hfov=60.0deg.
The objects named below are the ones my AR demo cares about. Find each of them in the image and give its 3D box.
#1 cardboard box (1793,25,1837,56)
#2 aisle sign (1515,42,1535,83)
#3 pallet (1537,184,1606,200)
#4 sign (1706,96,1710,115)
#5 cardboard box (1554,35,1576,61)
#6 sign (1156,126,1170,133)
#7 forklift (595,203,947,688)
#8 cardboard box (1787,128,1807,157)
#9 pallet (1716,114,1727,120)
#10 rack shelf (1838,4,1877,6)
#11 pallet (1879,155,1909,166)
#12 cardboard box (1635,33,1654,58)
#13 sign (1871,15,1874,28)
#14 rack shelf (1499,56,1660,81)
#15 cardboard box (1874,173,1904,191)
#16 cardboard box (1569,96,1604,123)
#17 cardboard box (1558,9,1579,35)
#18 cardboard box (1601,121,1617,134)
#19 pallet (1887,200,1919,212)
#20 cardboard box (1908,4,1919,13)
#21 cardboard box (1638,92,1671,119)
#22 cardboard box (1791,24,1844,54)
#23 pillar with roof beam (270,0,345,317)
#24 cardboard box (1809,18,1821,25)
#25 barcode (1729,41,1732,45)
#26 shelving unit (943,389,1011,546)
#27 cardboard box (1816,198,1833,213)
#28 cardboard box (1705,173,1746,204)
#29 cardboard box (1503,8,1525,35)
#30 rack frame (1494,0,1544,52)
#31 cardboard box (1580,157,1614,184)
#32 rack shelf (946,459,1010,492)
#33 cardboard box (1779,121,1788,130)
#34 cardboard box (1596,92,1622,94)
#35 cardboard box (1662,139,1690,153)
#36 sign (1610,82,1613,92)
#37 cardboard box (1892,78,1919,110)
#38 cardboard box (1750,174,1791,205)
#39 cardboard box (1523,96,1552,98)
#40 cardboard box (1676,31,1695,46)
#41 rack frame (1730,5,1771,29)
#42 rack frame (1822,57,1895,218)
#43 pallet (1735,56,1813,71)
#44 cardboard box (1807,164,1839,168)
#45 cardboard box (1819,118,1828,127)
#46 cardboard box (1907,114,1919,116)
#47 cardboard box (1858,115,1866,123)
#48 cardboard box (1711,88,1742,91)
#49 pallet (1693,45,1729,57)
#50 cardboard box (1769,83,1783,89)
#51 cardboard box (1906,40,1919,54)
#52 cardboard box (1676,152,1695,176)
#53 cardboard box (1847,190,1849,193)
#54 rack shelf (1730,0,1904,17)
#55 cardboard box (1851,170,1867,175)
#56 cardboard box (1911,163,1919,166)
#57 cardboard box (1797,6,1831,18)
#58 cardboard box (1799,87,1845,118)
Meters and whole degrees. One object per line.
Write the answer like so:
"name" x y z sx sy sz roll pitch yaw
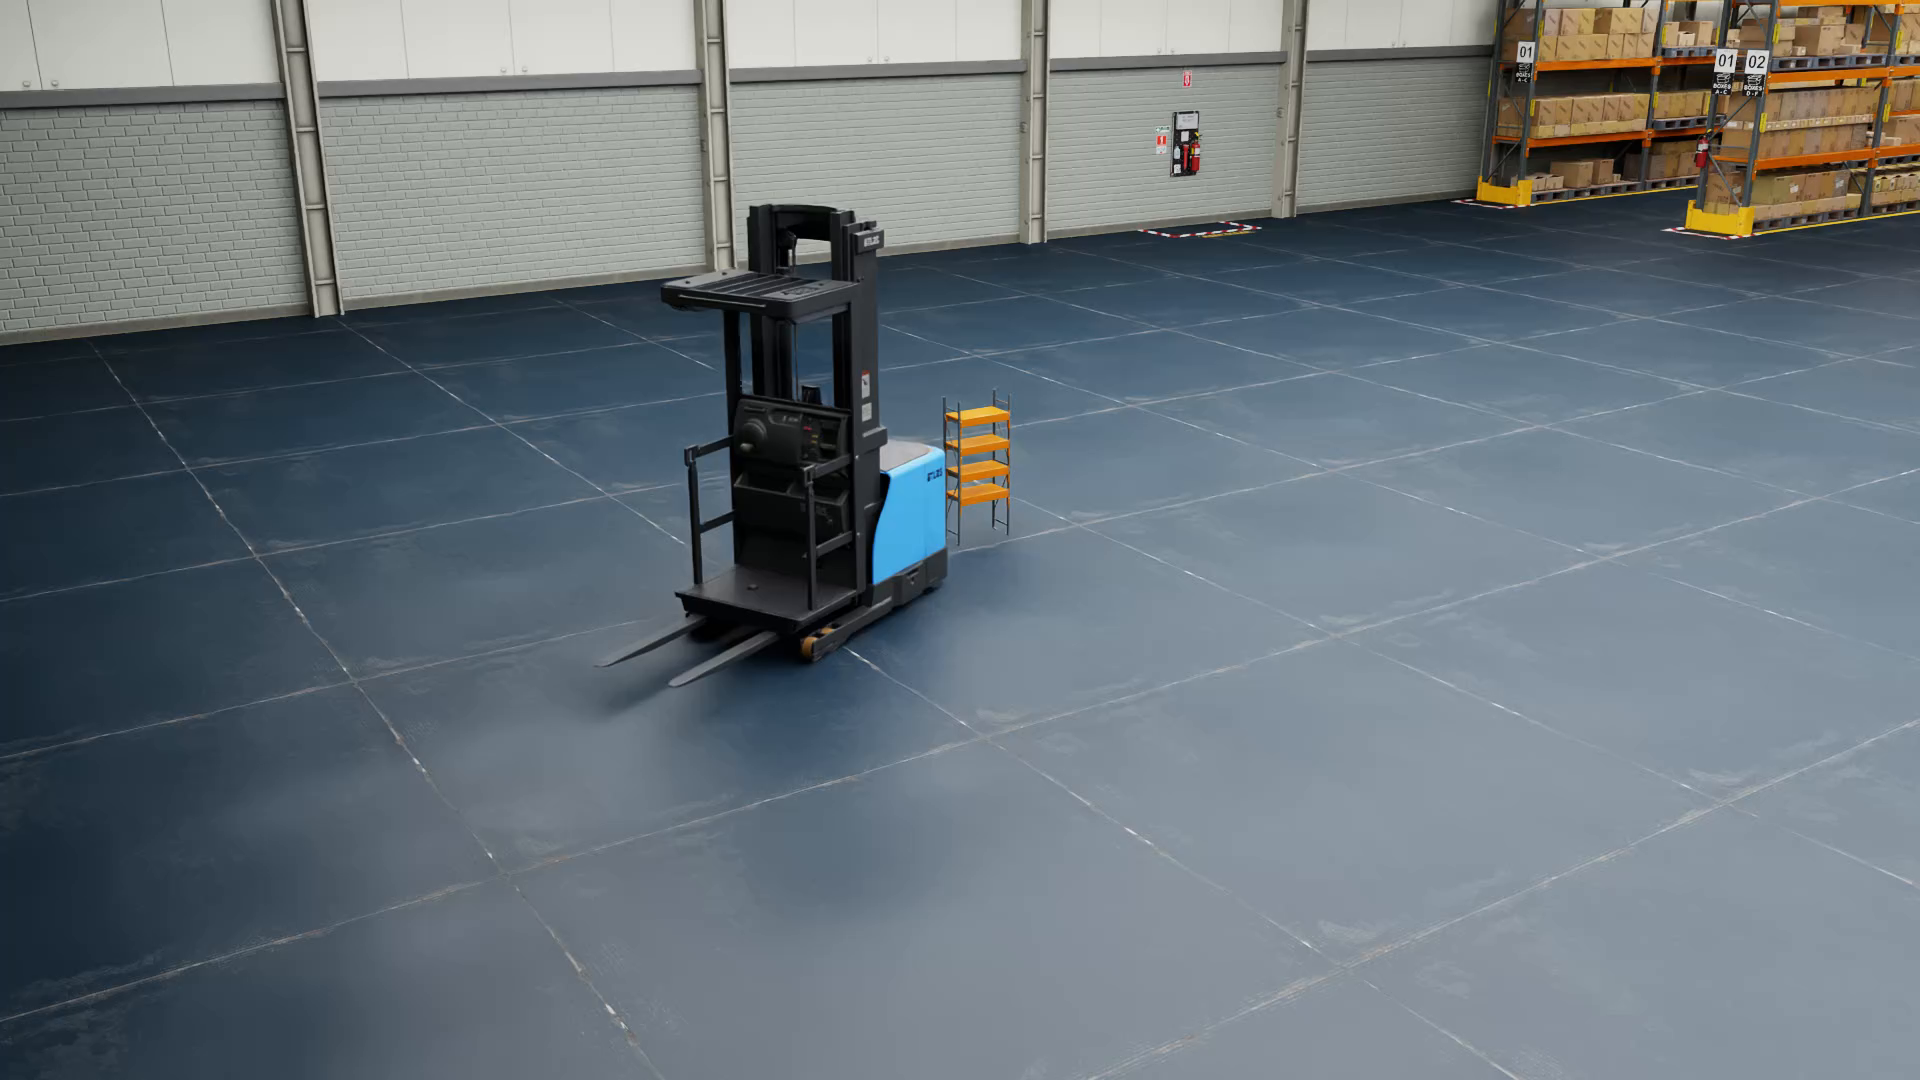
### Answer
"cardboard box" 15.456 -9.043 30.096 0.500 0.500 0.500 -12 22 -31
"aisle sign" 11.296 -9.553 33.259 0.004 0.787 0.394 -12 22 -31
"pallet" 12.970 -7.454 35.463 1.213 0.211 1.003 -12 22 -31
"sign" 13.632 -7.898 30.246 0.005 0.325 0.100 -12 22 -31
"cardboard box" 12.076 -9.969 33.679 0.500 0.500 0.500 -10 21 -28
"sign" 3.694 -7.484 30.314 0.331 0.109 0.001 -12 22 -31
"forklift" -1.284 -0.734 11.339 1.130 2.935 3.031 11 21 29
"cardboard box" 15.169 -7.396 30.781 0.500 0.500 0.700 -12 22 -31
"pallet" 17.336 -9.579 37.693 1.003 0.211 1.213 -12 22 -31
"rack shelf" 22.883 -13.192 40.463 4.000 0.370 1.077 -12 22 -31
"pallet" 22.911 -9.536 41.623 1.213 0.211 1.003 -12 22 -31
"cardboard box" 14.244 -10.441 35.075 0.500 0.500 0.500 -11 22 -30
"sign" 21.520 -12.200 39.164 0.005 0.325 0.100 -12 22 -31
"rack shelf" 12.861 -9.847 34.627 4.000 0.370 1.077 -12 22 -31
"cardboard box" 18.162 -7.049 32.675 0.500 0.311 0.500 -12 22 -32
"cardboard box" 13.033 -8.979 34.654 0.500 0.500 0.500 -11 22 -30
"cardboard box" 12.093 -10.444 33.520 0.500 0.500 0.500 -12 22 -32
"cardboard box" 13.470 -8.715 35.041 0.500 0.250 0.500 -12 22 -32
"pallet" 18.873 -6.830 33.618 1.213 0.211 1.003 -12 22 -31
"cardboard box" 22.798 -12.711 40.227 0.500 0.500 0.500 -12 22 -31
"cardboard box" 14.975 -9.455 36.186 0.500 0.500 0.700 -12 22 -31
"cardboard box" 15.814 -9.273 30.772 0.637 0.503 0.797 -9 21 -25
"pillar with roof beam" -6.377 -6.232 18.128 0.400 9.000 9.100 -12 22 -31
"cardboard box" 19.535 -11.893 38.712 0.500 0.500 0.700 -12 22 -31
"barcode" 13.905 -8.968 29.998 0.075 0.075 0.001 -12 22 -31
"shelving unit" 0.138 -0.598 13.639 0.503 1.200 0.258 -12 22 -31
"cardboard box" 16.160 -6.373 31.551 0.500 0.250 0.500 -12 22 -31
"cardboard box" 14.203 -6.516 30.801 0.500 0.500 0.500 -12 22 -31
"cardboard box" 11.407 -10.512 33.722 0.500 0.500 0.500 -11 21 -29
"rack frame" 11.191 -11.256 32.989 0.127 3.000 1.000 -12 22 -31
"cardboard box" 13.687 -7.950 35.792 0.500 0.500 0.500 -14 23 -35
"rack shelf" 0.138 -0.534 13.660 0.480 0.148 0.258 -12 22 -31
"cardboard box" 14.793 -7.547 30.216 0.250 0.149 0.380 -12 22 -31
"cardboard box" 14.024 -9.386 35.855 0.500 0.500 0.500 -13 22 -33
"cardboard box" 15.936 -8.804 37.147 0.500 0.250 0.500 -13 22 -33
"sign" 14.223 -9.815 36.286 0.005 0.325 0.100 -12 22 -31
"cardboard box" 23.532 -11.151 41.577 0.700 0.700 0.980 -12 22 -32
"cardboard box" 14.905 -6.465 30.651 0.500 0.500 0.500 -12 22 -31
"cardboard box" 11.893 -8.934 34.519 0.500 0.500 0.500 -12 22 -31
"cardboard box" 15.547 -10.880 36.043 0.500 0.311 0.500 -11 22 -30
"rack frame" 17.872 -12.665 37.157 0.127 3.000 1.000 -12 22 -31
"rack frame" 17.259 -7.795 32.117 0.127 3.000 1.000 -12 22 -31
"pallet" 14.523 -8.587 29.915 1.213 0.211 1.003 -12 22 -31
"cardboard box" 16.700 -7.048 32.376 0.500 0.500 0.500 -12 22 -31
"cardboard box" 15.868 -7.773 30.885 0.250 0.149 0.380 -11 22 -30
"cardboard box" 19.207 -8.247 33.298 0.500 0.500 0.500 -13 23 -34
"cardboard box" 16.942 -8.001 31.559 0.250 0.149 0.380 -12 22 -33
"cardboard box" 17.485 -9.994 37.779 0.500 0.500 0.700 -15 24 -38
"pallet" 15.970 -10.715 36.364 1.003 0.211 1.213 -12 22 -31
"cardboard box" 18.417 -10.393 37.979 0.500 0.250 0.500 -11 22 -30
"cardboard box" 18.236 -9.547 32.195 0.500 0.250 0.500 -15 24 -37
"cardboard box" 15.989 -8.461 37.304 0.500 0.500 0.700 -12 22 -31
"cardboard box" 17.446 -6.841 32.935 0.500 0.250 0.500 -12 22 -32
"rack shelf" 15.589 -9.754 30.293 4.000 0.370 1.077 -12 22 -31
"cardboard box" 17.871 -7.198 33.114 0.500 0.311 0.500 -11 22 -30
"cardboard box" 20.001 -7.647 34.444 0.500 0.311 0.500 -11 22 -30
"cardboard box" 19.953 -12.339 38.861 0.500 0.250 0.500 -13 22 -33
"cardboard box" 16.052 -8.199 31.132 0.500 0.500 0.700 -12 22 -31
